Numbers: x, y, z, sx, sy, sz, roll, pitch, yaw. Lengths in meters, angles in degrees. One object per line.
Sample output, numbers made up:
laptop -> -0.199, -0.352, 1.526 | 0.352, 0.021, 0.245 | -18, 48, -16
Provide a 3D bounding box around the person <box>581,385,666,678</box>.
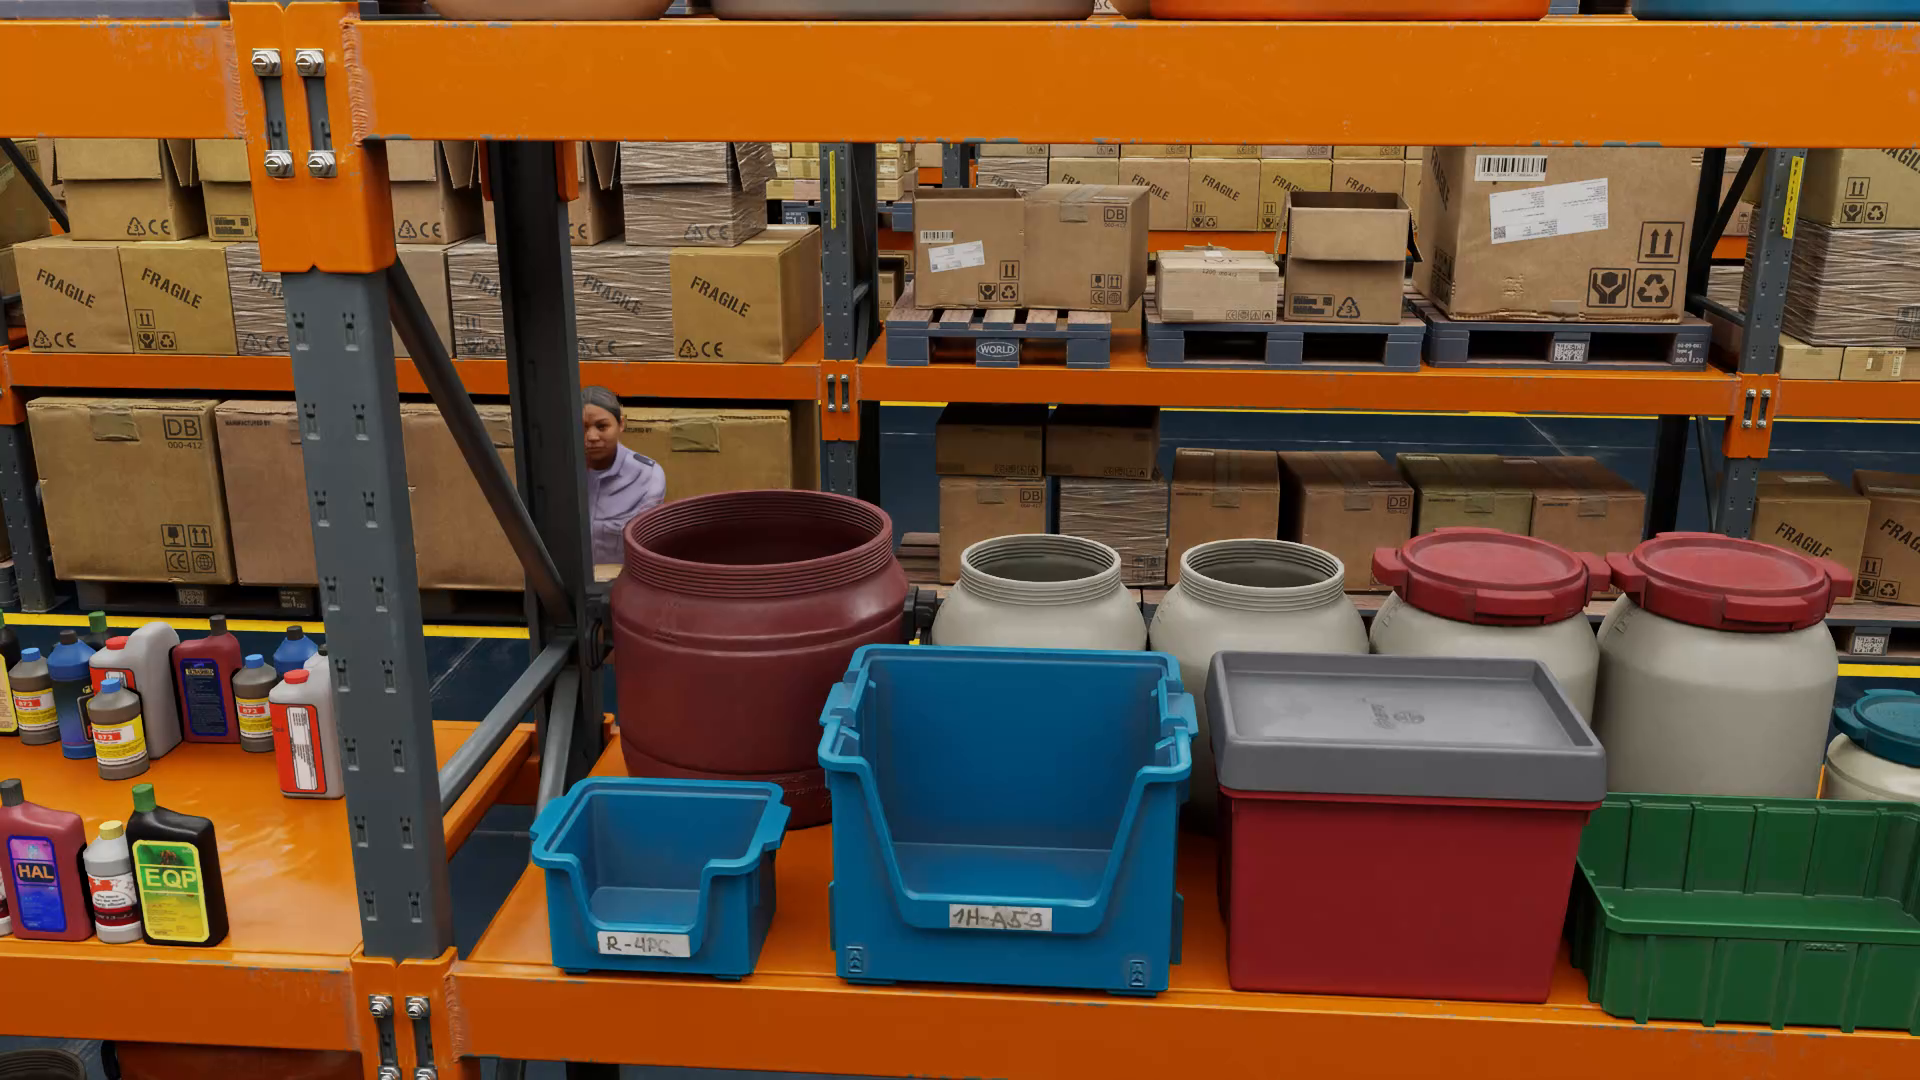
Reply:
person -> -1.217, 0.277, 5.730 | 0.433, 1.641, 0.543 | 1, 18, 3
